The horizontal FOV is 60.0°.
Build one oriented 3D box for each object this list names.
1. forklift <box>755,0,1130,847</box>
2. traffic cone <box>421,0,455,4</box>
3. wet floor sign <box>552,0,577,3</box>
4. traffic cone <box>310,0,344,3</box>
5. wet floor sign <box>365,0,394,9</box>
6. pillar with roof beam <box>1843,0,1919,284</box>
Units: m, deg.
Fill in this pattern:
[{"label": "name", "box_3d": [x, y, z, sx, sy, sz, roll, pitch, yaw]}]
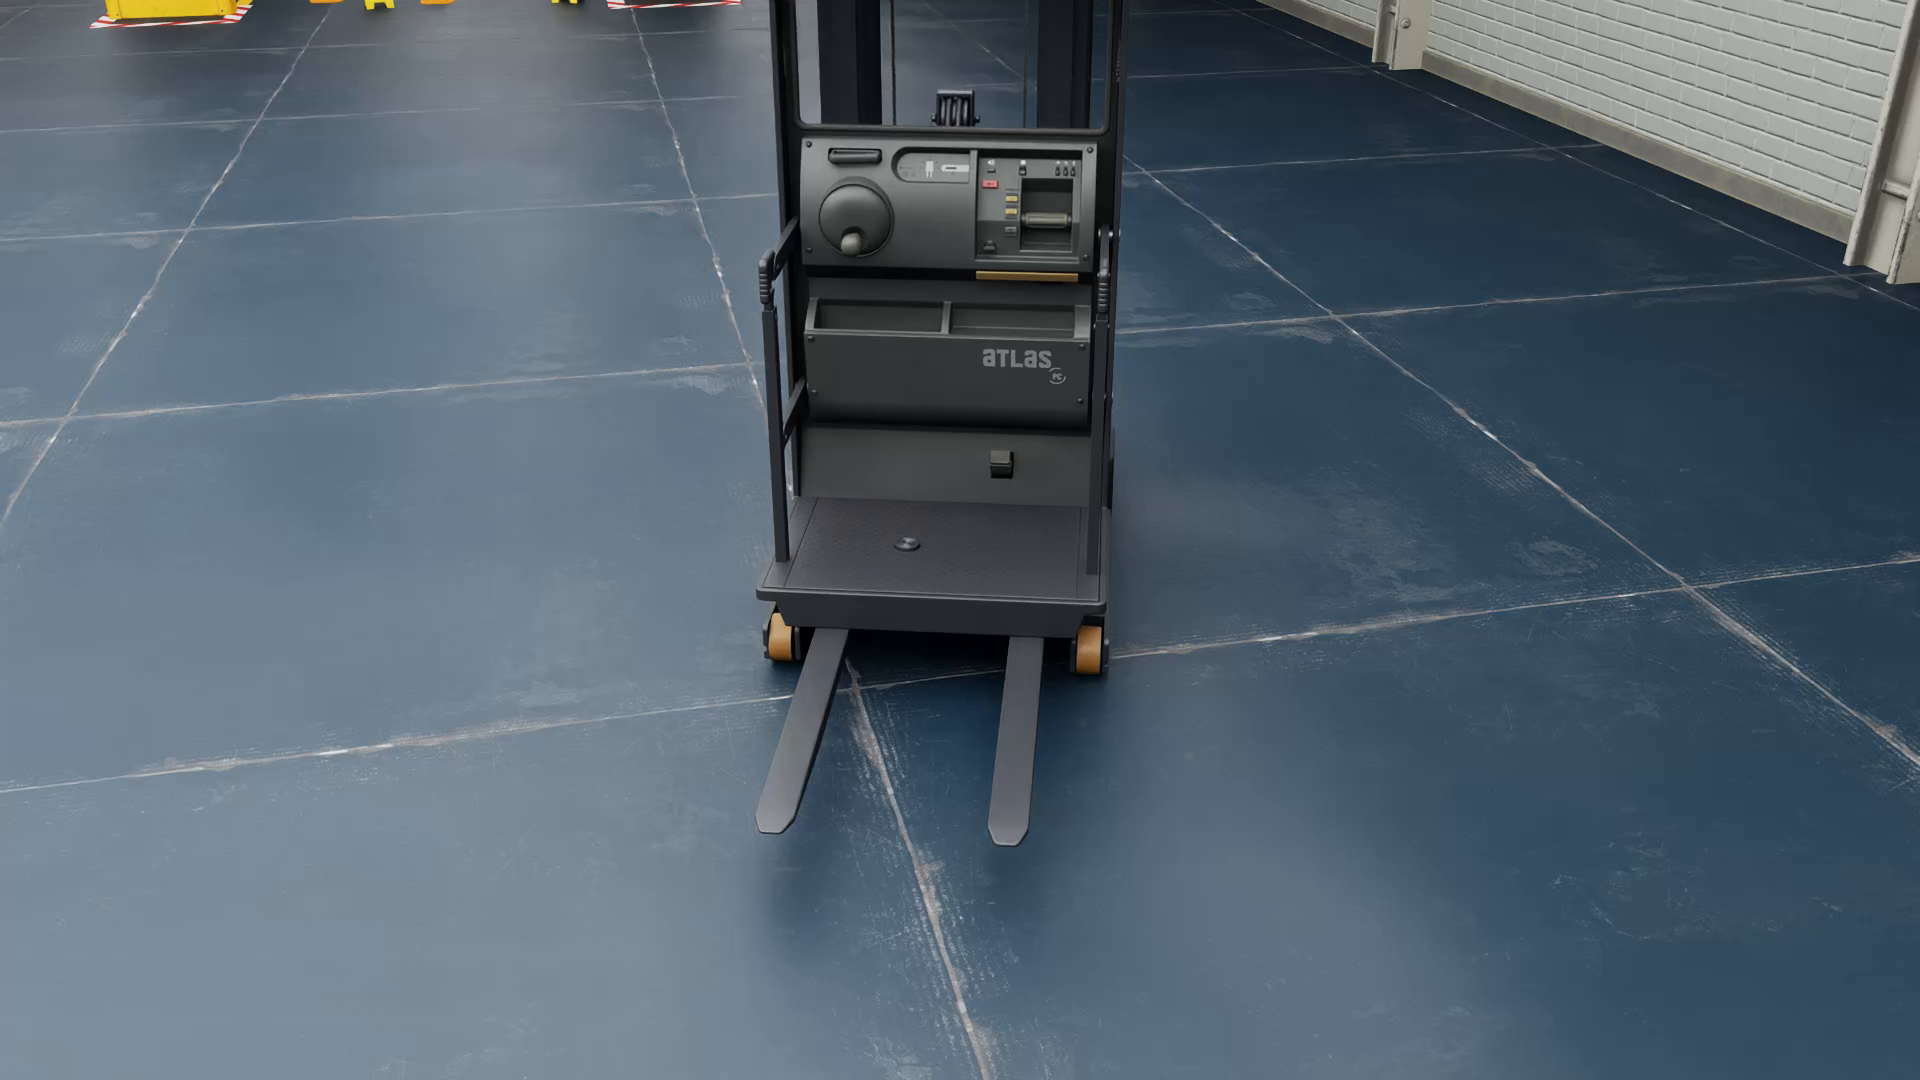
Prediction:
[{"label": "forklift", "box_3d": [-0.054, -1.027, 5.032, 1.130, 2.935, 3.031, 2, 27, 4]}, {"label": "traffic cone", "box_3d": [-5.474, -5.852, 17.331, 0.336, 0.463, 0.334, -6, 27, -12]}, {"label": "wet floor sign", "box_3d": [-4.115, -5.946, 17.314, 0.267, 0.644, 0.232, 3, 27, 6]}, {"label": "traffic cone", "box_3d": [-6.651, -5.887, 17.399, 0.336, 0.463, 0.334, -6, 27, -12]}, {"label": "wet floor sign", "box_3d": [-5.979, -5.779, 16.984, 0.267, 0.644, 0.232, -11, 29, -20]}, {"label": "pillar with roof beam", "box_3d": [0.951, -5.065, 6.297, 9.100, 9.000, 0.400, -6, 27, -12]}]
